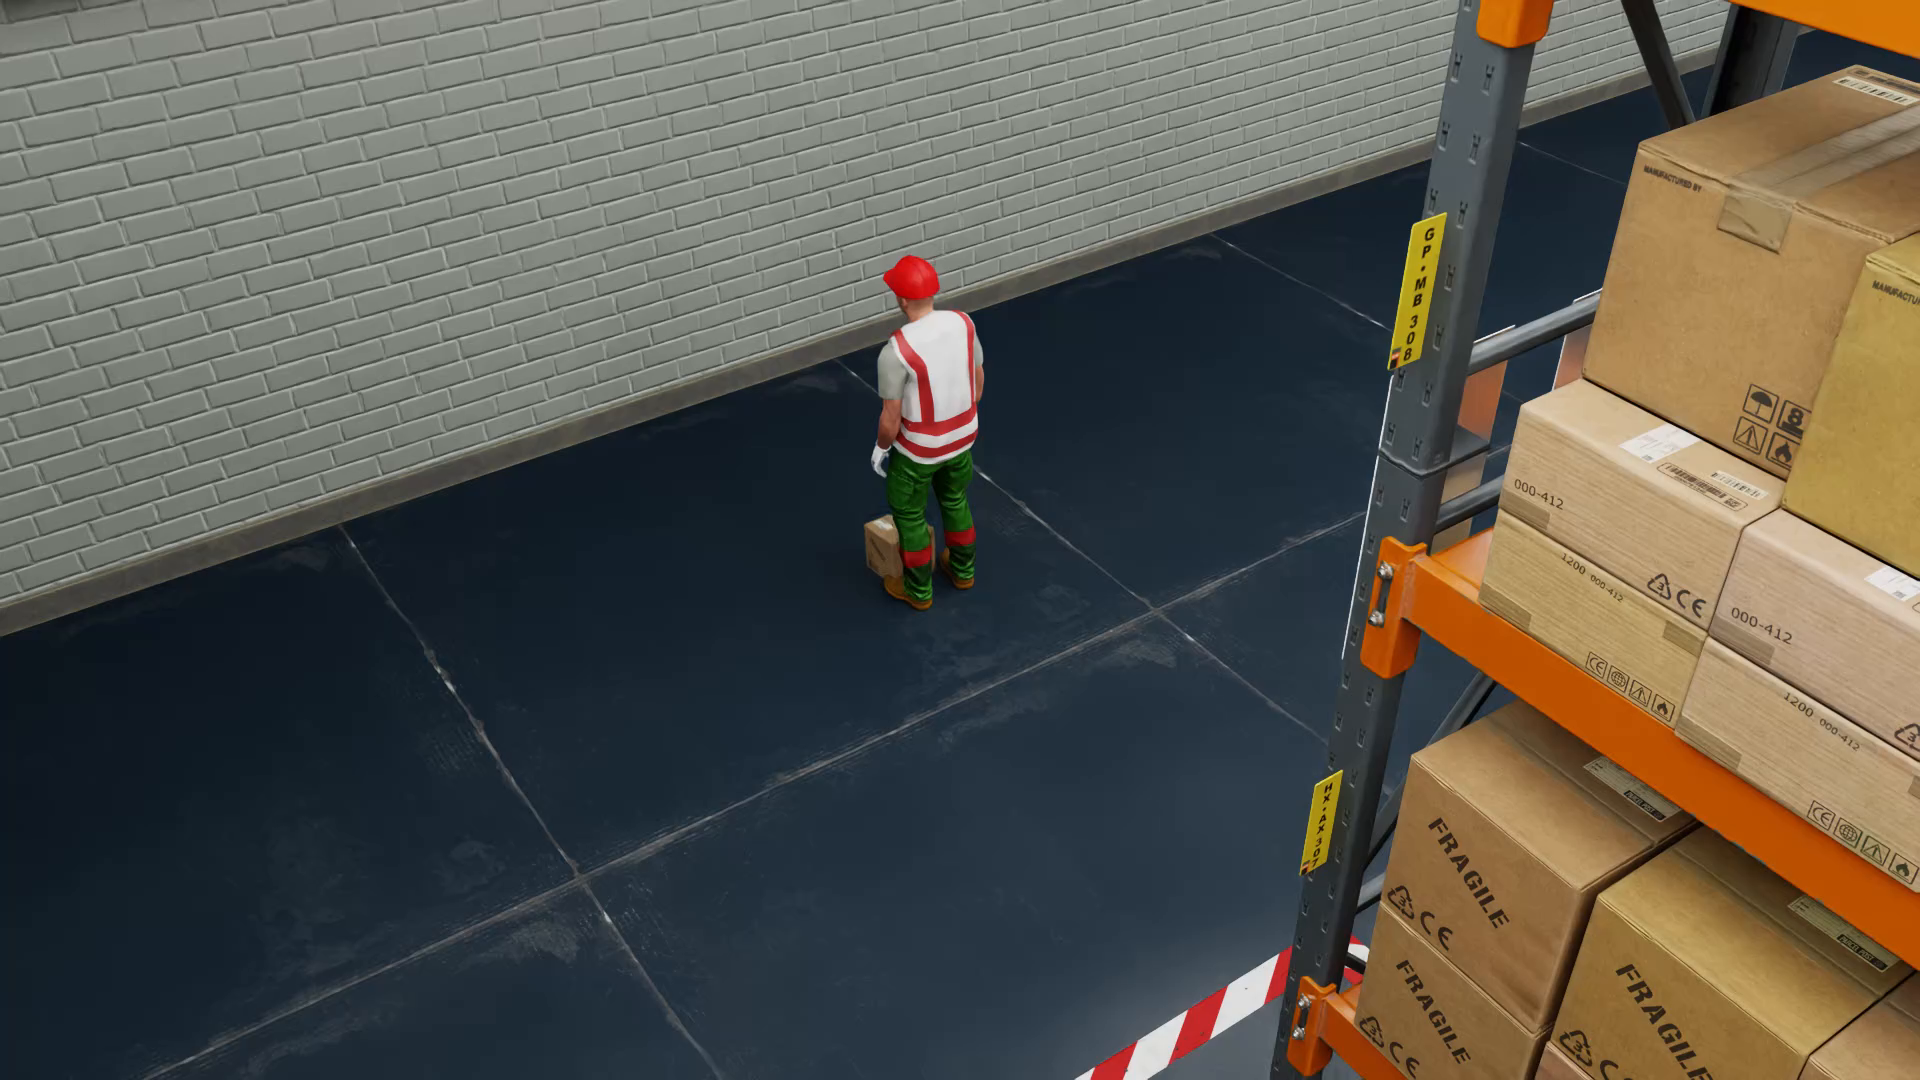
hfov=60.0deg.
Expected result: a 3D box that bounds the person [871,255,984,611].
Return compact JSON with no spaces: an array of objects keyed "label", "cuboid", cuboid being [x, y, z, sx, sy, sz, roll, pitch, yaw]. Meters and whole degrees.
[{"label":"person","cuboid":[-0.148,-0.473,7.639,0.579,1.780,0.441,-24,42,-29]}]
